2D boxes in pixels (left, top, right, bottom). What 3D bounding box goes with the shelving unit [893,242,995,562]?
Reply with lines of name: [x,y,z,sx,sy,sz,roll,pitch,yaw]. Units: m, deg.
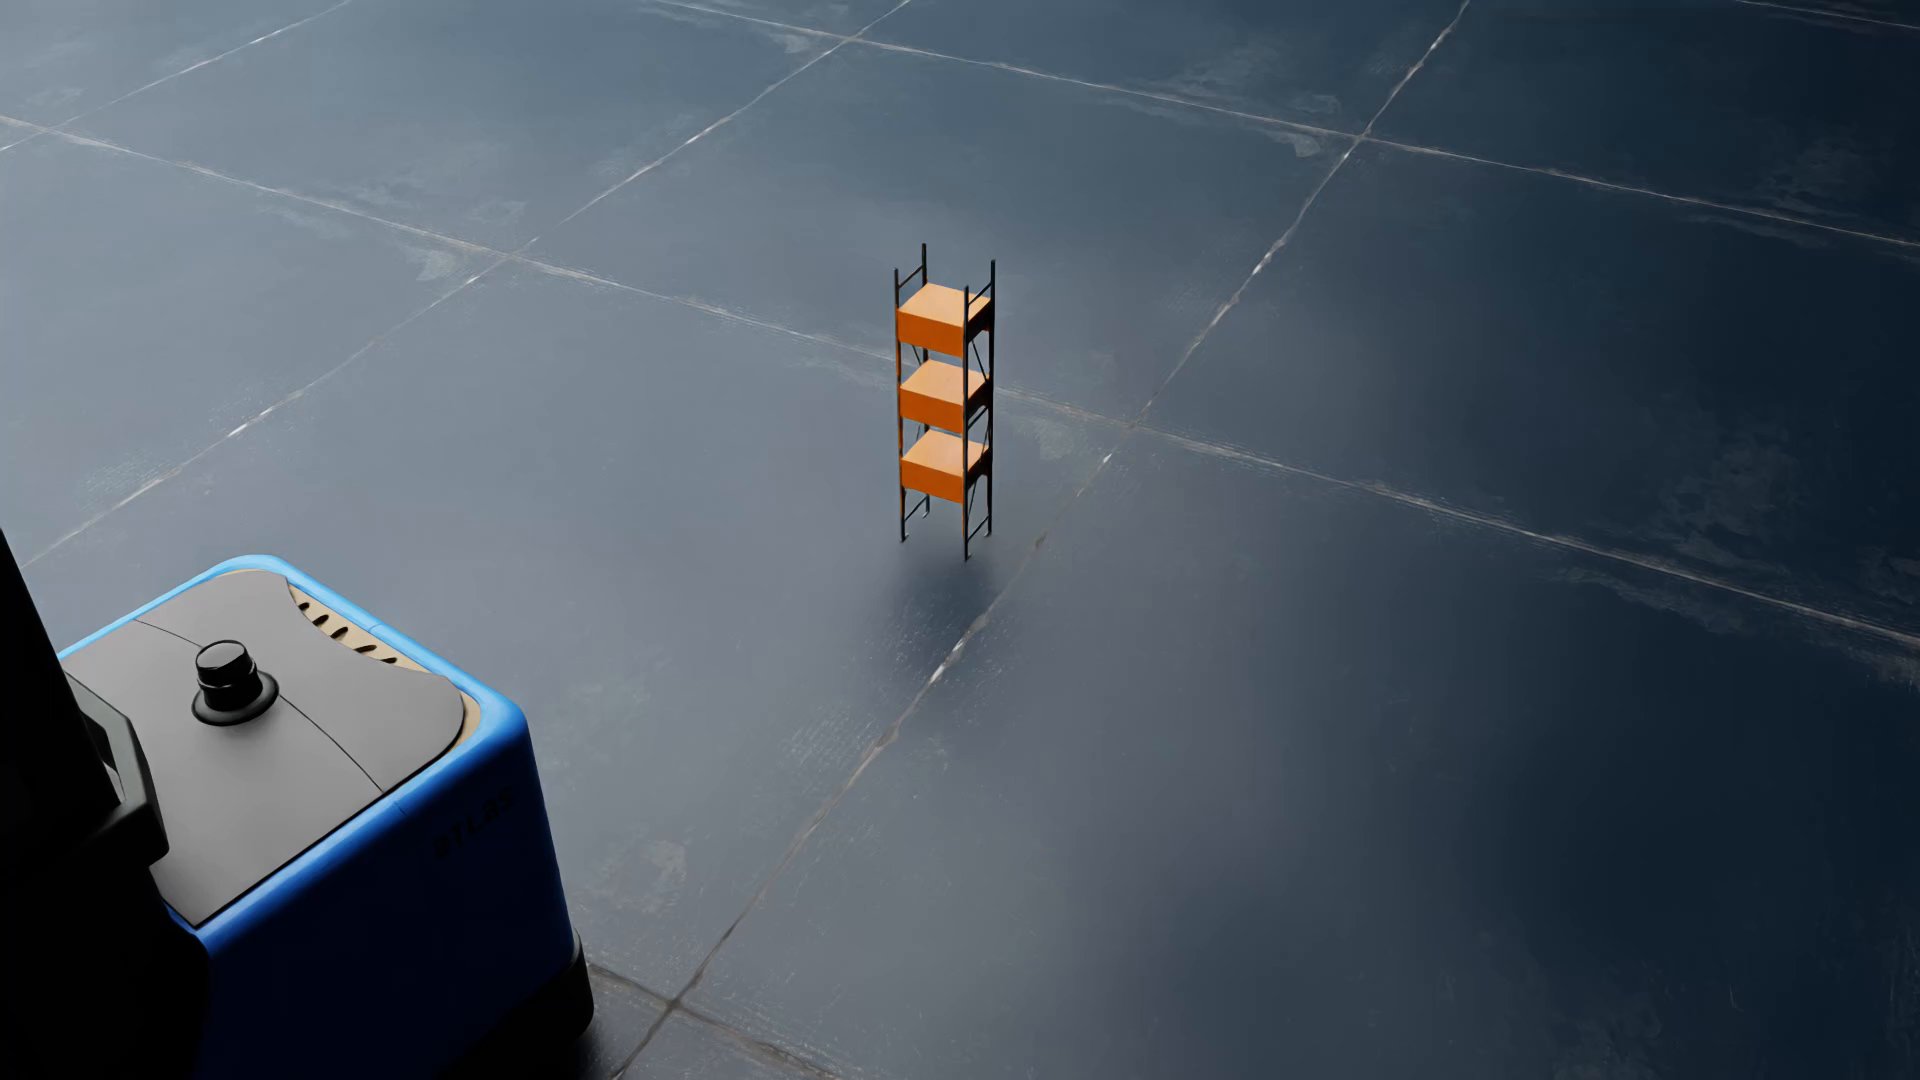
shelving unit: [-0.048,-0.433,5.452,0.252,1.050,0.215,17,41,21]

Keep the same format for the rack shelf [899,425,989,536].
rack shelf: [-0.048,-0.203,5.627,0.240,0.259,0.215,17,41,21]

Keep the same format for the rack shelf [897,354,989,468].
rack shelf: [-0.048,-0.425,5.459,0.240,0.259,0.215,17,41,21]

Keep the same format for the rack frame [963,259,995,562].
rack frame: [0.061,-0.399,5.407,0.008,1.050,0.200,17,41,21]

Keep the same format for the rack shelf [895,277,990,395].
rack shelf: [-0.048,-0.651,5.287,0.240,0.259,0.215,17,41,21]

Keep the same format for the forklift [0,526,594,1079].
forklift: [-2.191,0.583,2.558,1.130,2.935,3.031,25,44,29]

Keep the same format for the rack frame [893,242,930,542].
rack frame: [-0.156,-0.467,5.497,0.008,1.050,0.200,17,41,21]
